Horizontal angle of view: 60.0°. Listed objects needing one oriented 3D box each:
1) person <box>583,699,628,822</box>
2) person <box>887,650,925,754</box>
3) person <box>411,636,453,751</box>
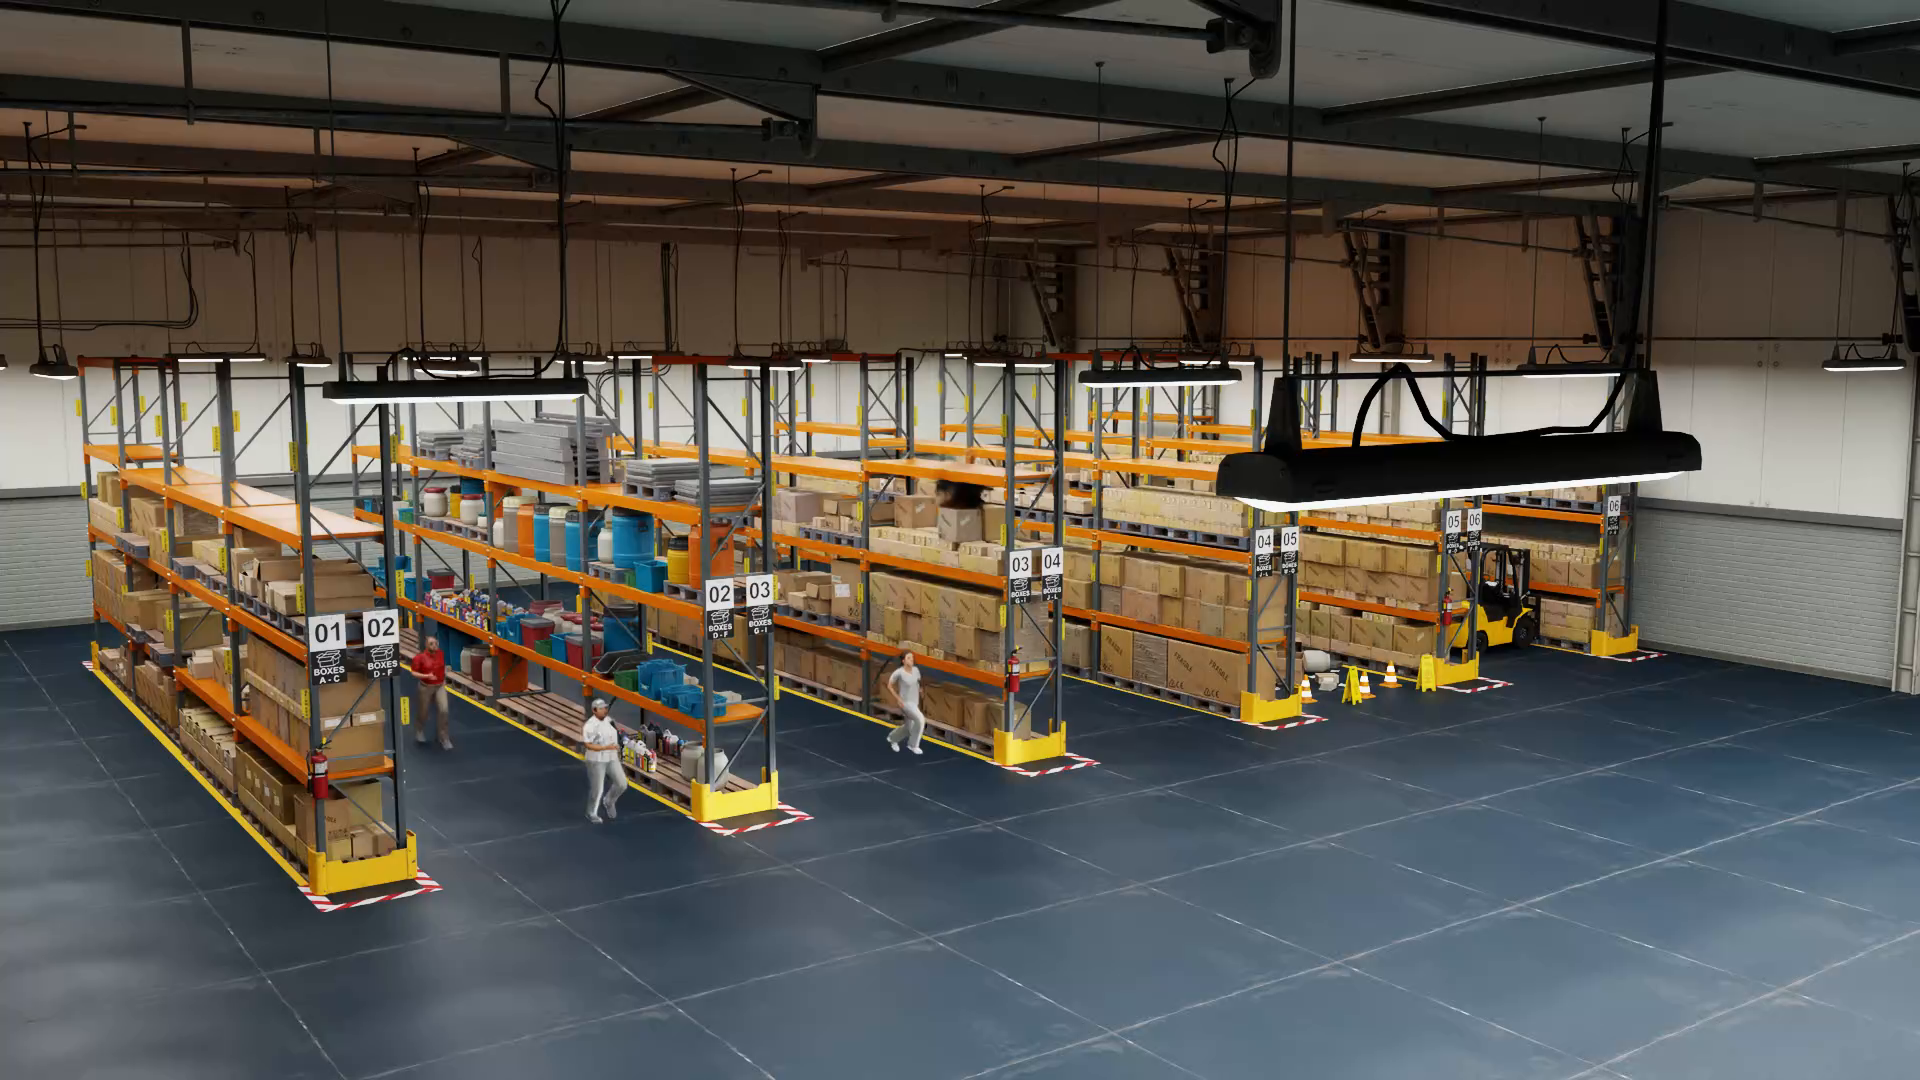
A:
[{"bbox_3d":[-4.634,2.886,21.720,0.623,1.649,0.608,5,9,37],"label":"person"},{"bbox_3d":[-0.797,2.396,24.589,0.558,1.581,0.875,-6,9,-43],"label":"person"},{"bbox_3d":[-8.232,2.350,25.818,0.608,1.767,0.909,-5,9,-38],"label":"person"}]
